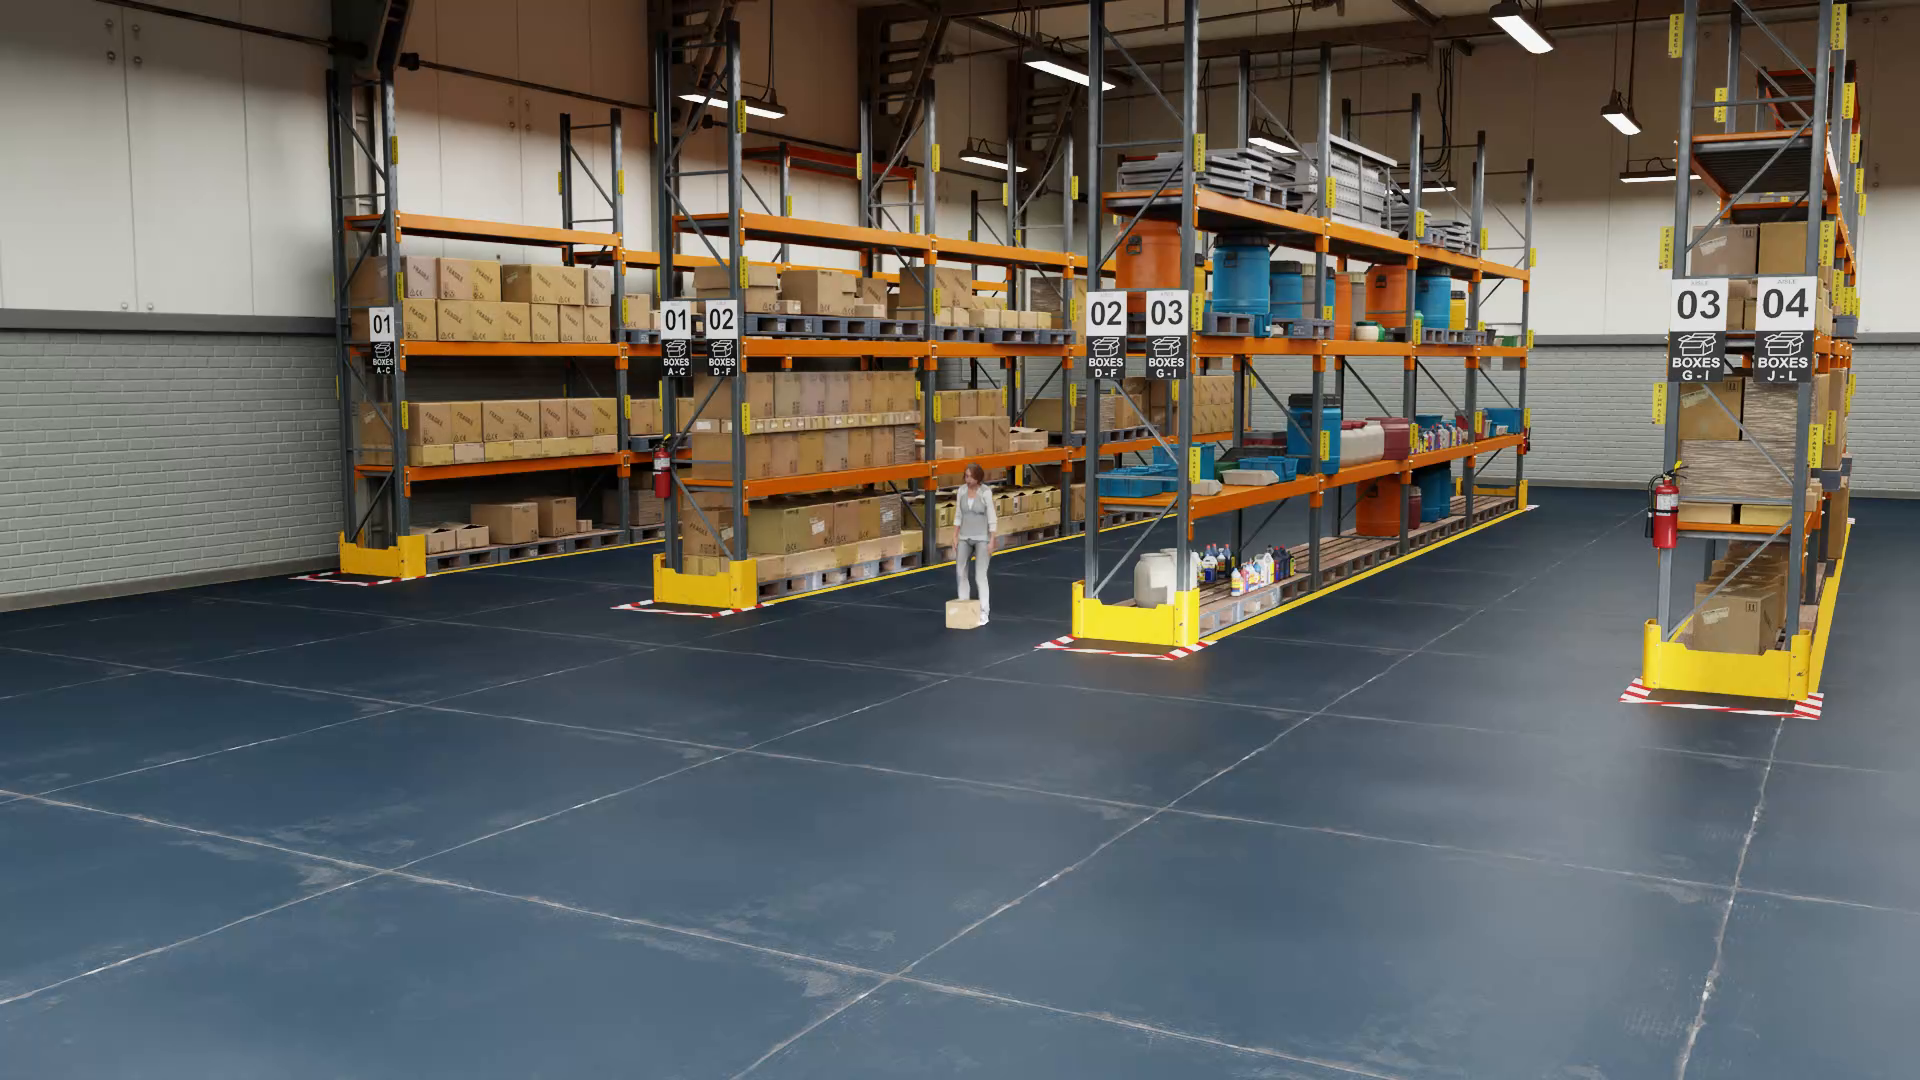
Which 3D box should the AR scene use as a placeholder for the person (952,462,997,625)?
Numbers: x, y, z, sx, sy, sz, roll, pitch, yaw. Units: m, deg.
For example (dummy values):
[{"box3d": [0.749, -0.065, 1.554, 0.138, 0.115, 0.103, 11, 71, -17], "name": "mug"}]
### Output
[{"box3d": [0.135, 0.034, 16.310, 0.469, 1.580, 0.349, 3, 7, 26], "name": "person"}]
